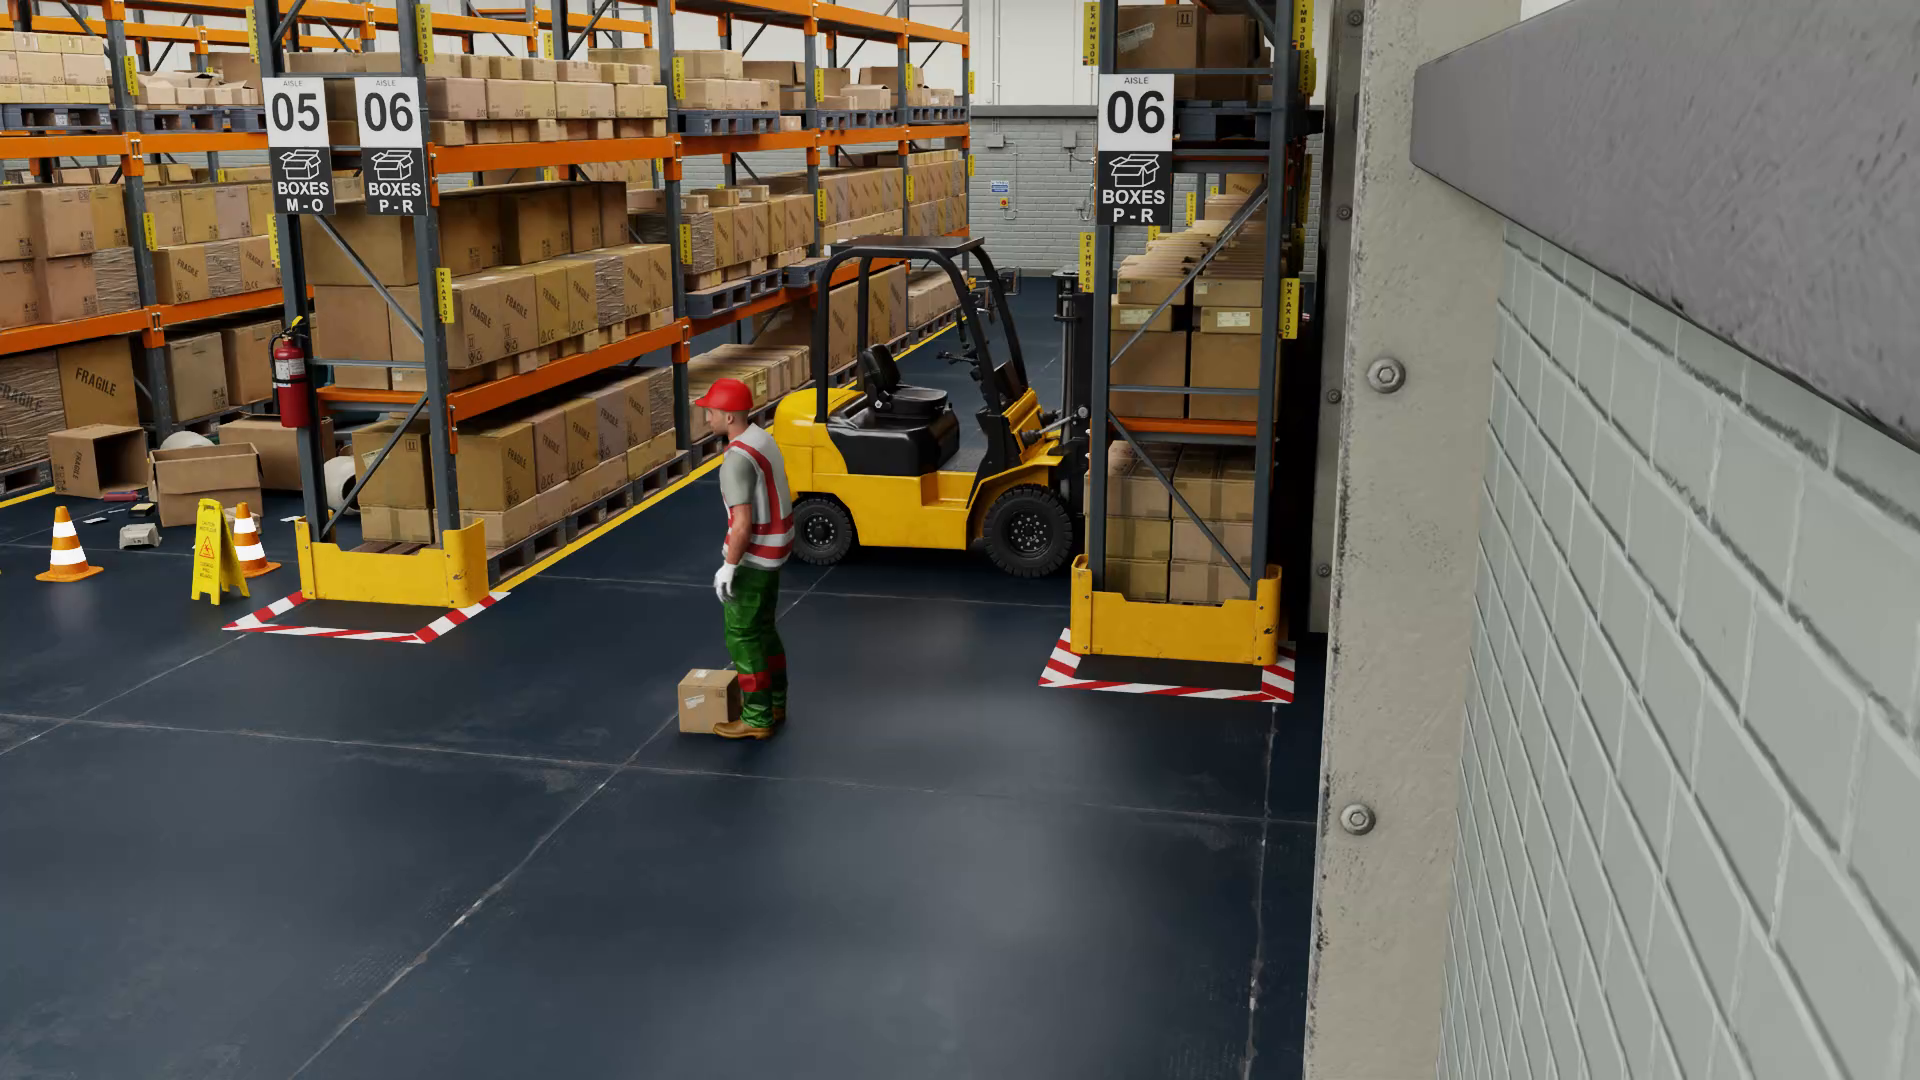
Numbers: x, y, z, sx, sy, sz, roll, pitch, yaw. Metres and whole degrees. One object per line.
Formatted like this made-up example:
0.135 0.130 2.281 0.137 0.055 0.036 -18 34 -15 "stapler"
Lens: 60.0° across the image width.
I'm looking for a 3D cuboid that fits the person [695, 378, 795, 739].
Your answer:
-1.041 0.088 8.137 0.446 1.780 0.623 2 15 9 "person"
